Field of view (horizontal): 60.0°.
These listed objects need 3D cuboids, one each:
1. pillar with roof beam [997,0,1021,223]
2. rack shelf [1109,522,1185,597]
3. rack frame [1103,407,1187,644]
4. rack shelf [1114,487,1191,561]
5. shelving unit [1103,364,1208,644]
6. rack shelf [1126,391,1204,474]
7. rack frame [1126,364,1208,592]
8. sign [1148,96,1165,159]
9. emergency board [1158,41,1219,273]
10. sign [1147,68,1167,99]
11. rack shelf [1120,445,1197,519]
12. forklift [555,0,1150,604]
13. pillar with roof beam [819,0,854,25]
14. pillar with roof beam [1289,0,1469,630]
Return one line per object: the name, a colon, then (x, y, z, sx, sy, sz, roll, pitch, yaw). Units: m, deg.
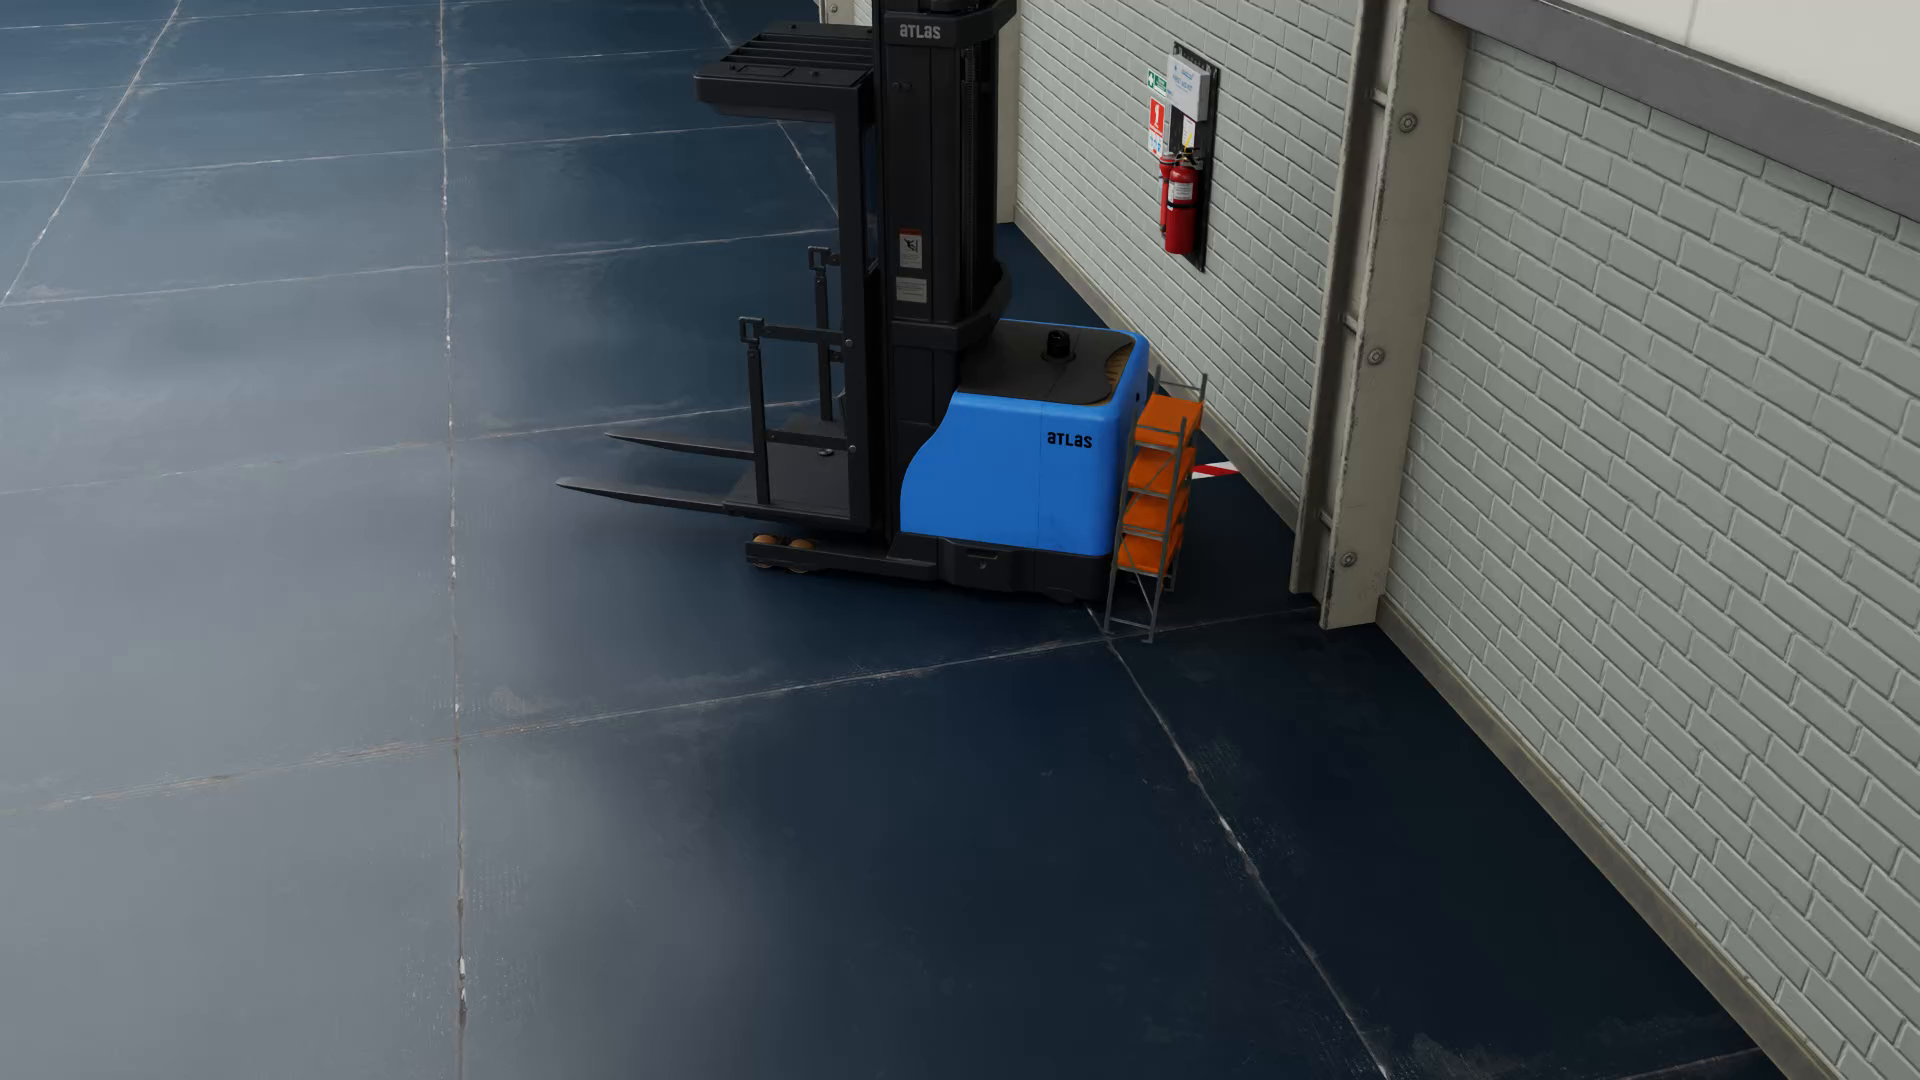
pillar with roof beam: (-3.896, -5.904, 9.968, 9.100, 9.000, 0.400, -8, 31, -13)
rack shelf: (0.898, 0.064, 7.955, 0.258, 0.148, 0.480, 13, 32, 14)
rack frame: (0.839, -0.047, 7.616, 0.240, 1.200, 0.015, 13, 32, 14)
rack shelf: (0.911, -0.106, 7.852, 0.258, 0.148, 0.480, 13, 32, 14)
shelving unit: (0.915, -0.163, 7.817, 0.258, 1.200, 0.503, 13, 32, 14)
rack shelf: (0.941, -0.498, 7.613, 0.258, 0.148, 0.480, 13, 32, 14)
rack frame: (0.991, -0.279, 8.018, 0.240, 1.200, 0.015, 13, 32, 14)
sign: (1.180, -2.477, 10.000, 0.001, 0.329, 0.234, -8, 31, -13)
emergency board: (1.228, -2.181, 9.524, 0.194, 1.169, 0.643, -8, 31, -13)
sign: (1.173, -2.703, 9.862, 0.001, 0.109, 0.331, -8, 31, -13)
rack shelf: (0.925, -0.296, 7.736, 0.258, 0.148, 0.480, 13, 32, 14)
forklift: (-0.603, -1.347, 8.152, 3.031, 2.935, 1.130, 7, 31, 13)
pillar with roof beam: (-5.489, -8.802, 14.975, 9.100, 9.000, 0.400, -8, 31, -13)
pillar with roof beam: (-2.304, -3.007, 4.961, 9.100, 9.000, 0.400, -8, 31, -13)
